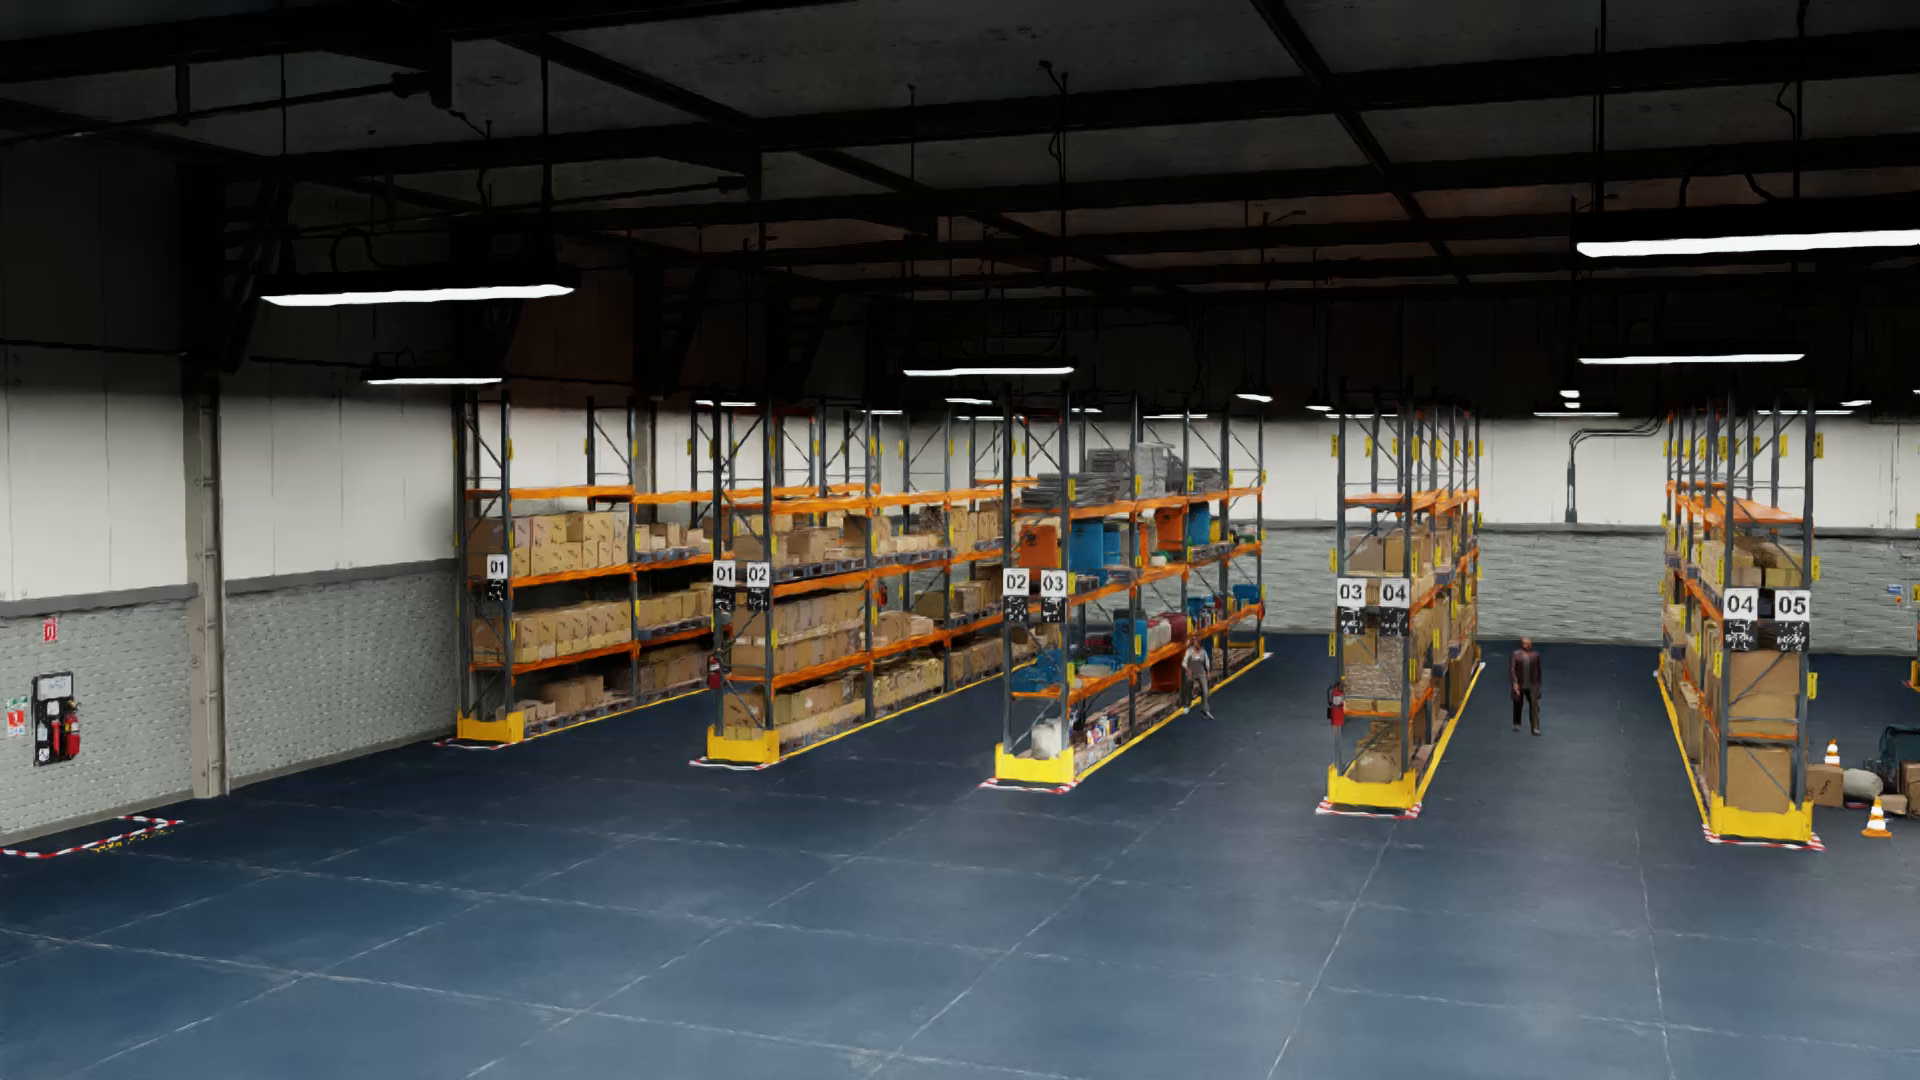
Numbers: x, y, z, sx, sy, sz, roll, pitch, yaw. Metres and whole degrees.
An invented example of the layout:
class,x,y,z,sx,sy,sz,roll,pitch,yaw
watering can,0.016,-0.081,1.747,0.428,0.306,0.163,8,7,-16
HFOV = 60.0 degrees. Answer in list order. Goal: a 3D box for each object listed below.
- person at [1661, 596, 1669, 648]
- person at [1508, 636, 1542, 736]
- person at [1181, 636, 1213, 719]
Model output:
class,x,y,z,sx,sy,sz,roll,pitch,yaw
person,16.277,2.091,37.902,0.550,1.663,0.514,-2,4,-32
person,9.868,2.527,29.058,0.580,1.715,1.103,1,3,12
person,4.401,2.522,30.943,0.562,1.527,0.782,0,3,3
